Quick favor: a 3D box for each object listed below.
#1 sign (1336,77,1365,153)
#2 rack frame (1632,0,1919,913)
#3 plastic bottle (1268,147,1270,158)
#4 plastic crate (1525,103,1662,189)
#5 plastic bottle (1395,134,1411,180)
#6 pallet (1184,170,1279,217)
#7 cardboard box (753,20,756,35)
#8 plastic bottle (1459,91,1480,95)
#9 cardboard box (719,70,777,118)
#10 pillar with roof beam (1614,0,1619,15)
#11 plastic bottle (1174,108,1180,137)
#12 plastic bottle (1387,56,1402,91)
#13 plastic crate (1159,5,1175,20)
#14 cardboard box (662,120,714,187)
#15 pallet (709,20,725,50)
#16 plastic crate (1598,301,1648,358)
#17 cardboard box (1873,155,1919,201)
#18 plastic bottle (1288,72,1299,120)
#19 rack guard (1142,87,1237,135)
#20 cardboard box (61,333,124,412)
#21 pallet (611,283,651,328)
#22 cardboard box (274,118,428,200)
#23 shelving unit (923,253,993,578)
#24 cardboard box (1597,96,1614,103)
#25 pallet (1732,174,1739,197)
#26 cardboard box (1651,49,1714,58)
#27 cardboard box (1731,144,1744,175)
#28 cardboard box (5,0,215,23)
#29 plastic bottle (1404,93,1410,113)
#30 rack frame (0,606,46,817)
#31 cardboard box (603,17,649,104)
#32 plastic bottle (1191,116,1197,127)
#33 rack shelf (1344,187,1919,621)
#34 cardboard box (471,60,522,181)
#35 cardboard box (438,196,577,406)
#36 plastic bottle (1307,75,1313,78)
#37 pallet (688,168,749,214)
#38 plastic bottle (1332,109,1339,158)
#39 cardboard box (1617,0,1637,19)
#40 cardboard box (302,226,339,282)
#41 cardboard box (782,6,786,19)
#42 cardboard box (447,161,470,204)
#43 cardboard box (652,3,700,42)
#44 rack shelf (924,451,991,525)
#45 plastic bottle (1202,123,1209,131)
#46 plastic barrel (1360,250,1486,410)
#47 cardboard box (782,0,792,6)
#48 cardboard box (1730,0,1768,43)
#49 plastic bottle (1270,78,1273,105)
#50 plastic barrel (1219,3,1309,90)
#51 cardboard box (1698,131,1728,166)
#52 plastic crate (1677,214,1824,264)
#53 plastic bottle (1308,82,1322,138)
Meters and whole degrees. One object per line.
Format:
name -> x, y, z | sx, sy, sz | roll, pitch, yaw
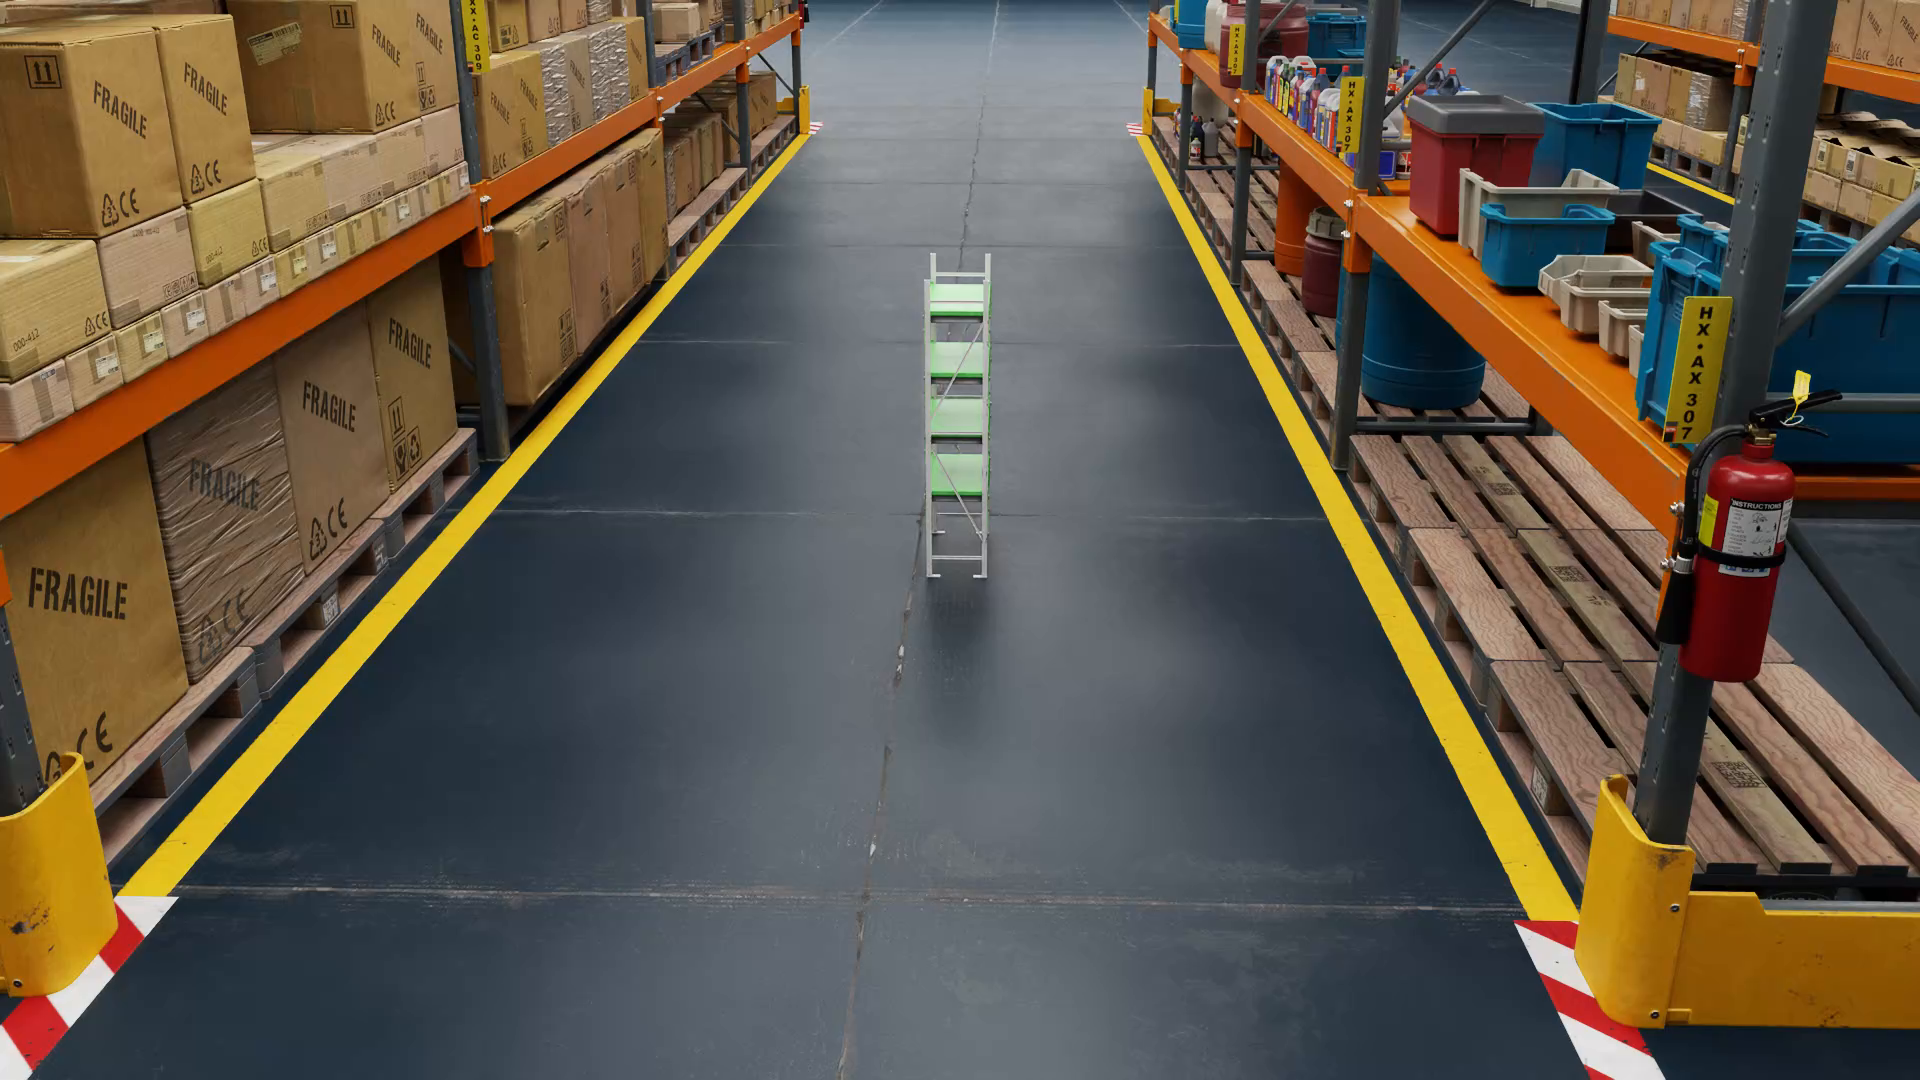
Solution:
sign -> 1.717, -1.871, 7.322 | 0.100, 0.325, 0.005 | 1, 21, 2
rack frame -> 2.146, -0.289, 3.628 | 1.000, 3.000, 0.127 | 1, 21, 2
plastic bottle -> 2.965, -3.712, 15.710 | 0.097, 0.201, 0.097 | 0, 21, 0
plastic crate -> 2.594, -1.583, 6.902 | 0.392, 0.384, 0.575 | 1, 21, 2
plastic bottle -> 2.081, -1.794, 7.781 | 0.097, 0.201, 0.097 | 0, 21, 0
pallet -> 2.525, -3.044, 14.581 | 1.003, 0.211, 1.213 | 1, 21, 2
cardboard box -> -2.132, -4.821, 15.654 | 0.380, 0.149, 0.250 | 1, 21, 2
plastic bottle -> 2.697, -2.259, 8.877 | 0.152, 0.276, 0.135 | 1, 21, 2
cardboard box -> -2.354, -4.934, 18.472 | 0.500, 0.500, 0.500 | 5, 22, 12
pillar with roof beam -> 9.622, -15.055, 33.390 | 9.100, 9.000, 0.400 | 1, 21, 2
plastic bottle -> 2.240, -4.279, 17.058 | 0.061, 0.283, 0.133 | 1, 21, 3
plastic bottle -> 2.803, -2.976, 10.714 | 0.061, 0.283, 0.133 | 1, 21, 2
plastic crate -> 2.283, -5.631, 17.760 | 0.298, 0.136, 0.250 | 1, 21, 2
cardboard box -> -2.514, -3.328, 14.307 | 0.700, 0.500, 0.500 | 1, 21, 1
pallet -> -2.609, -4.318, 14.277 | 1.003, 0.211, 1.213 | 1, 21, 2
plastic crate -> 2.013, -0.596, 4.699 | 0.396, 0.136, 0.243 | 1, 21, 2
cardboard box -> 7.119, -2.681, 12.238 | 0.500, 0.311, 0.500 | 0, 21, 1
plastic bottle -> 1.997, -2.628, 9.834 | 0.097, 0.271, 0.097 | 0, 21, 0
rack guard -> 2.677, -4.881, 18.917 | 1.175, 0.500, 0.348 | 1, 21, 2
cardboard box -> -2.458, -0.444, 4.374 | 0.380, 0.149, 0.250 | 0, 21, 1
pallet -> -2.661, -1.652, 10.995 | 1.003, 0.211, 1.213 | 1, 21, 2
cardboard box -> -2.448, -1.509, 6.568 | 0.500, 0.250, 0.500 | 1, 21, 3
shelving unit -> -0.005, -0.500, 6.658 | 0.258, 1.200, 0.503 | 1, 21, 2
cardboard box -> 7.345, -4.741, 18.321 | 0.500, 0.250, 0.500 | 1, 21, 2
pallet -> 7.478, -3.005, 14.483 | 1.003, 0.211, 1.213 | 1, 21, 2
cardboard box -> 7.864, -5.085, 18.171 | 0.500, 0.500, 0.500 | 1, 21, 2
cardboard box -> 7.202, -3.343, 14.718 | 0.500, 0.250, 0.500 | 0, 21, 0
cardboard box -> -2.987, -1.672, 5.950 | 0.500, 0.500, 0.500 | 0, 21, 0
plastic bottle -> 2.765, -2.708, 10.135 | 0.097, 0.201, 0.097 | 0, 21, 0
rack frame -> -2.805, -0.344, 3.768 | 1.000, 3.000, 0.127 | 1, 21, 2
cardboard box -> -2.329, -3.102, 10.738 | 0.500, 0.500, 0.500 | 1, 21, 3
plastic bottle -> 2.248, -3.904, 15.996 | 0.144, 0.351, 0.185 | 0, 21, -1
rack shelf -> 2.206, -0.677, 5.621 | 1.077, 0.370, 4.000 | 1, 21, 2
cardboard box -> -2.420, -2.000, 7.899 | 0.500, 0.500, 0.500 | 1, 21, 2
cardboard box -> -2.684, -1.227, 8.401 | 1.225, 0.875, 0.875 | 1, 21, 2
plastic bottle -> 2.164, -2.774, 10.307 | 0.097, 0.201, 0.097 | 0, 21, 0
pallet -> -2.462, -3.101, 14.729 | 1.003, 0.211, 1.213 | 1, 21, 2
plastic bottle -> 1.974, -2.115, 8.402 | 0.144, 0.351, 0.185 | 1, 21, 2
cardboard box -> 7.556, -5.896, 17.940 | 0.700, 0.500, 0.500 | 1, 21, 2
cardboard box -> -2.413, -1.002, 5.813 | 0.380, 0.149, 0.250 | 1, 21, 3
cardboard box -> -2.085, -5.725, 17.984 | 0.380, 0.149, 0.250 | 1, 21, 2
cardboard box -> -2.365, -1.559, 7.247 | 0.380, 0.149, 0.250 | 1, 21, 2
cardboard box -> -2.281, -3.966, 12.729 | 0.500, 0.250, 0.500 | 0, 21, 0
rack shelf -> -0.005, -0.216, 6.768 | 0.258, 0.148, 0.480 | 1, 21, 2
plastic bottle -> 2.397, -3.876, 16.029 | 0.152, 0.276, 0.135 | 1, 21, 2
plastic barrel -> 2.301, -1.149, 8.165 | 0.600, 0.901, 0.708 | 1, 21, 2
cardboard box -> -2.258, -5.933, 17.625 | 0.875, 0.500, 0.500 | 1, 21, 2
cardboard box -> 7.469, -4.779, 15.061 | 0.700, 0.500, 0.500 | 0, 21, 0
plastic bottle -> 2.019, -2.859, 10.526 | 0.097, 0.201, 0.097 | 0, 21, 0
plastic barrel -> 2.100, -3.416, 11.499 | 0.600, 0.536, 0.708 | 1, 21, 2
cardboard box -> 7.257, -3.656, 15.526 | 0.500, 0.250, 0.500 | 1, 21, 2
plastic crate -> 2.531, -0.909, 5.374 | 0.416, 0.233, 0.300 | 1, 21, 2
plastic bottle -> 1.955, -2.358, 9.121 | 0.061, 0.283, 0.133 | 1, 21, 2
